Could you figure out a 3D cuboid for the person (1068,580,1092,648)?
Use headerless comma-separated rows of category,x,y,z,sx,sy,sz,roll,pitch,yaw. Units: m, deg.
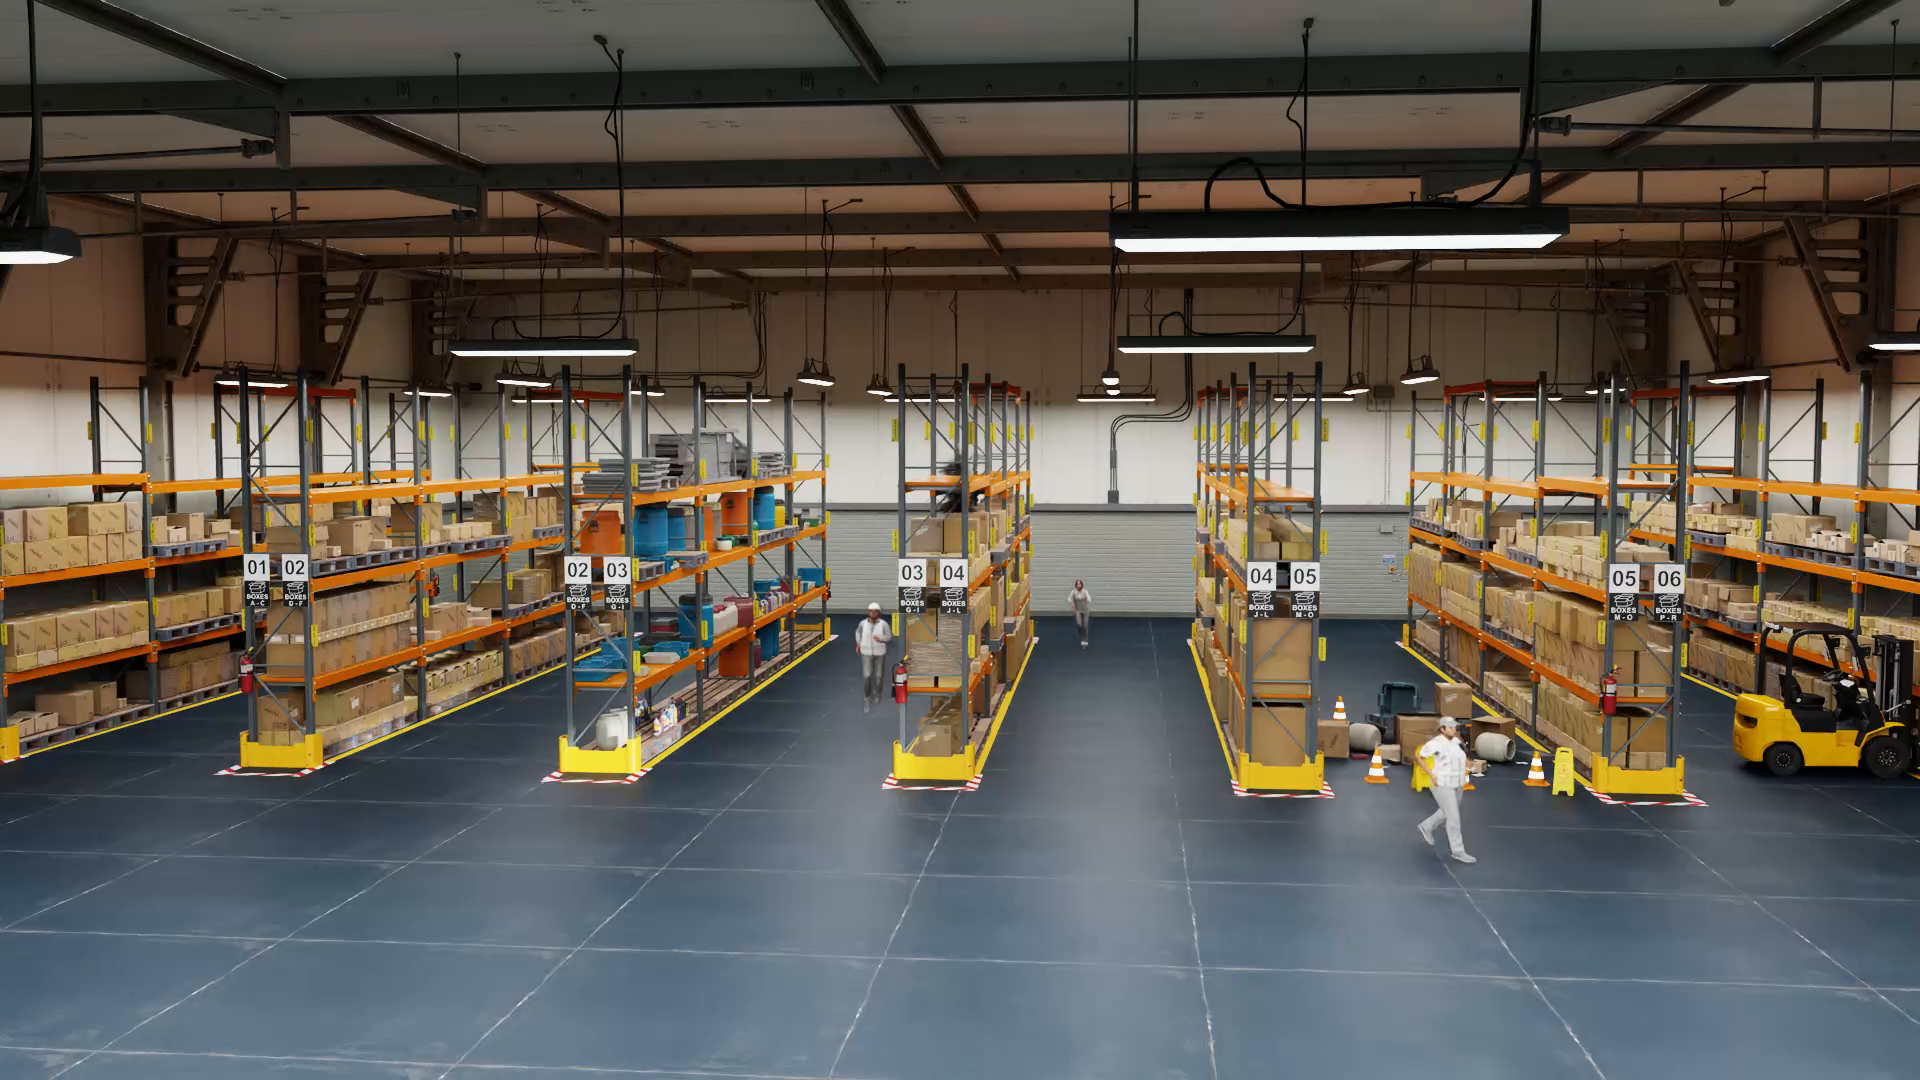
person,2.804,1.727,38.837,0.537,1.610,0.669,0,4,-2

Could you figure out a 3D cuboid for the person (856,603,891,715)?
person,-1.489,2.020,28.551,0.624,1.892,0.726,0,4,-1

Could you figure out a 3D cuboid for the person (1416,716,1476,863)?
person,5.747,2.898,19.612,0.610,1.647,0.921,-3,4,-35
